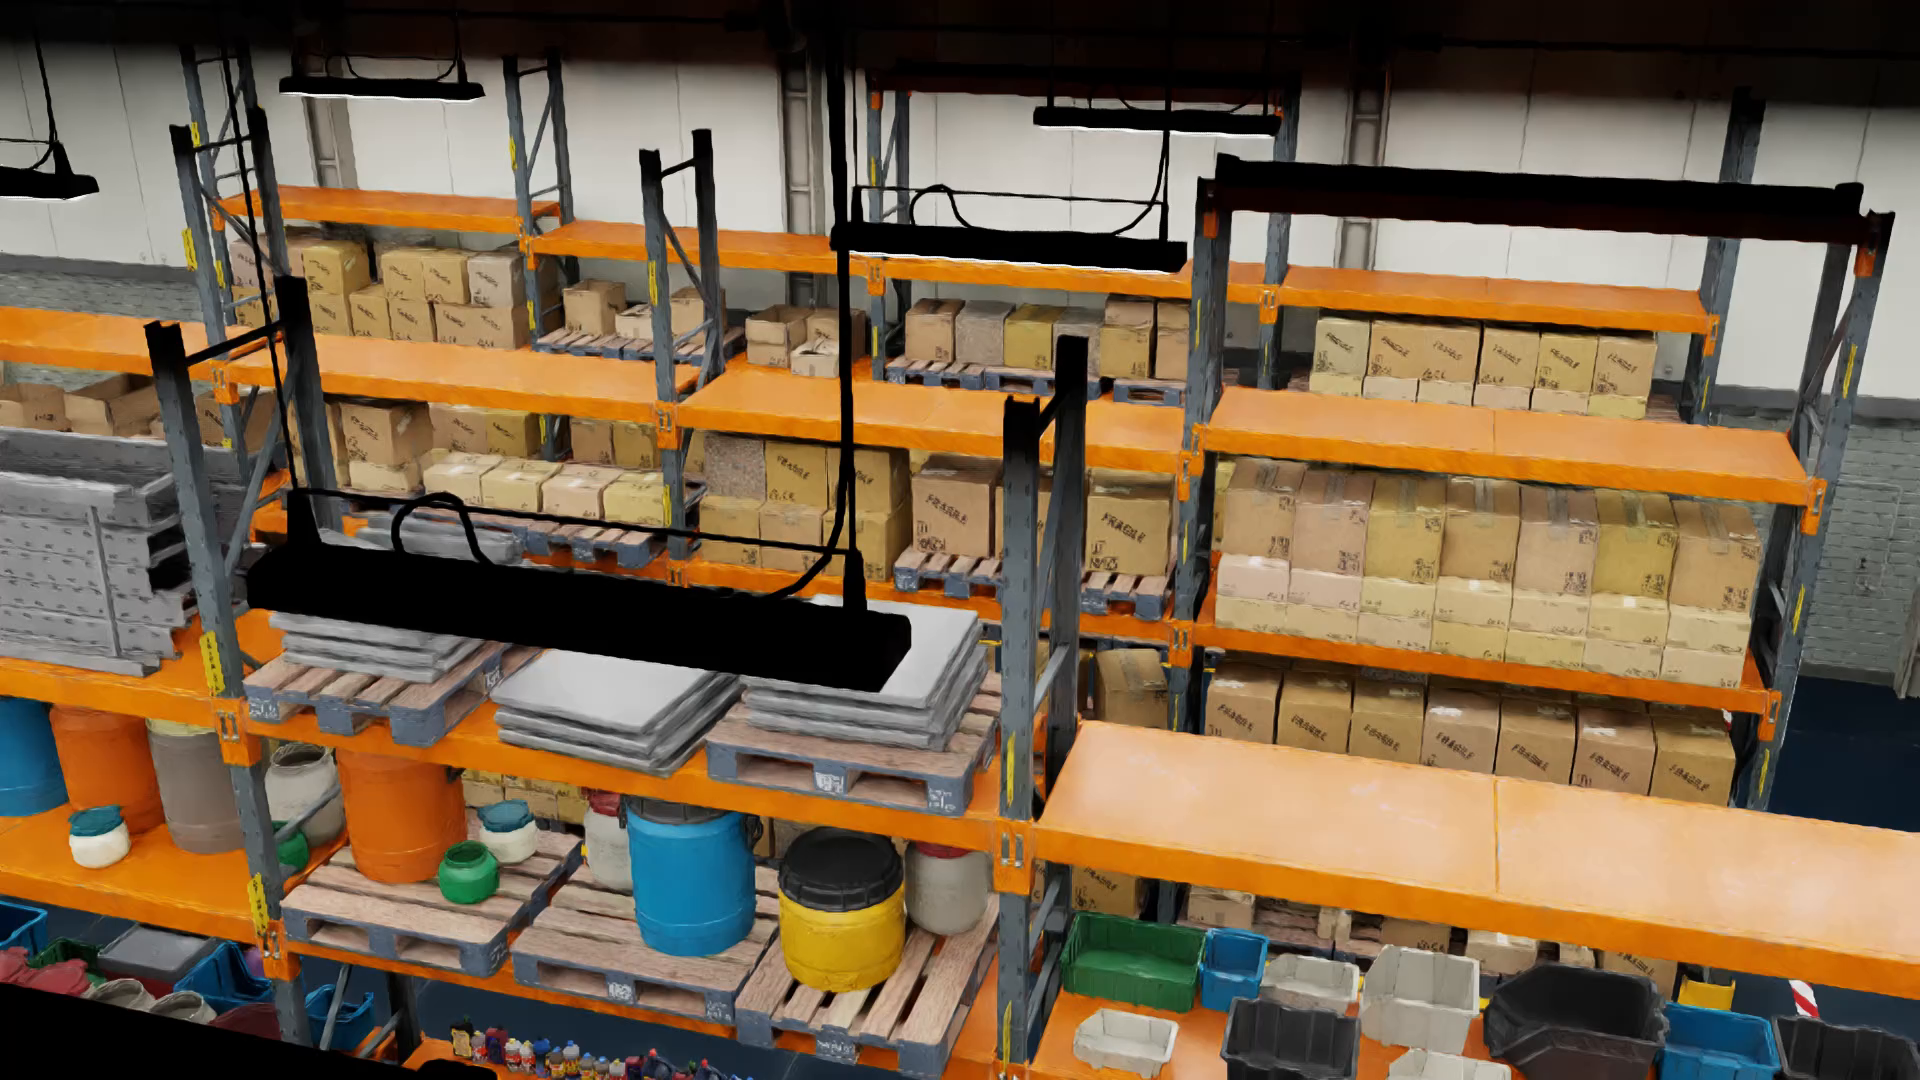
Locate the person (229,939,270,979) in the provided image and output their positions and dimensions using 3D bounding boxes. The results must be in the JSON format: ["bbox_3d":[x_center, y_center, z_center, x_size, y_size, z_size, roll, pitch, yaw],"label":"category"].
[{"bbox_3d":[-4.644,3.182,11.090,0.943,1.516,0.410,10,25,24],"label":"person"}]
